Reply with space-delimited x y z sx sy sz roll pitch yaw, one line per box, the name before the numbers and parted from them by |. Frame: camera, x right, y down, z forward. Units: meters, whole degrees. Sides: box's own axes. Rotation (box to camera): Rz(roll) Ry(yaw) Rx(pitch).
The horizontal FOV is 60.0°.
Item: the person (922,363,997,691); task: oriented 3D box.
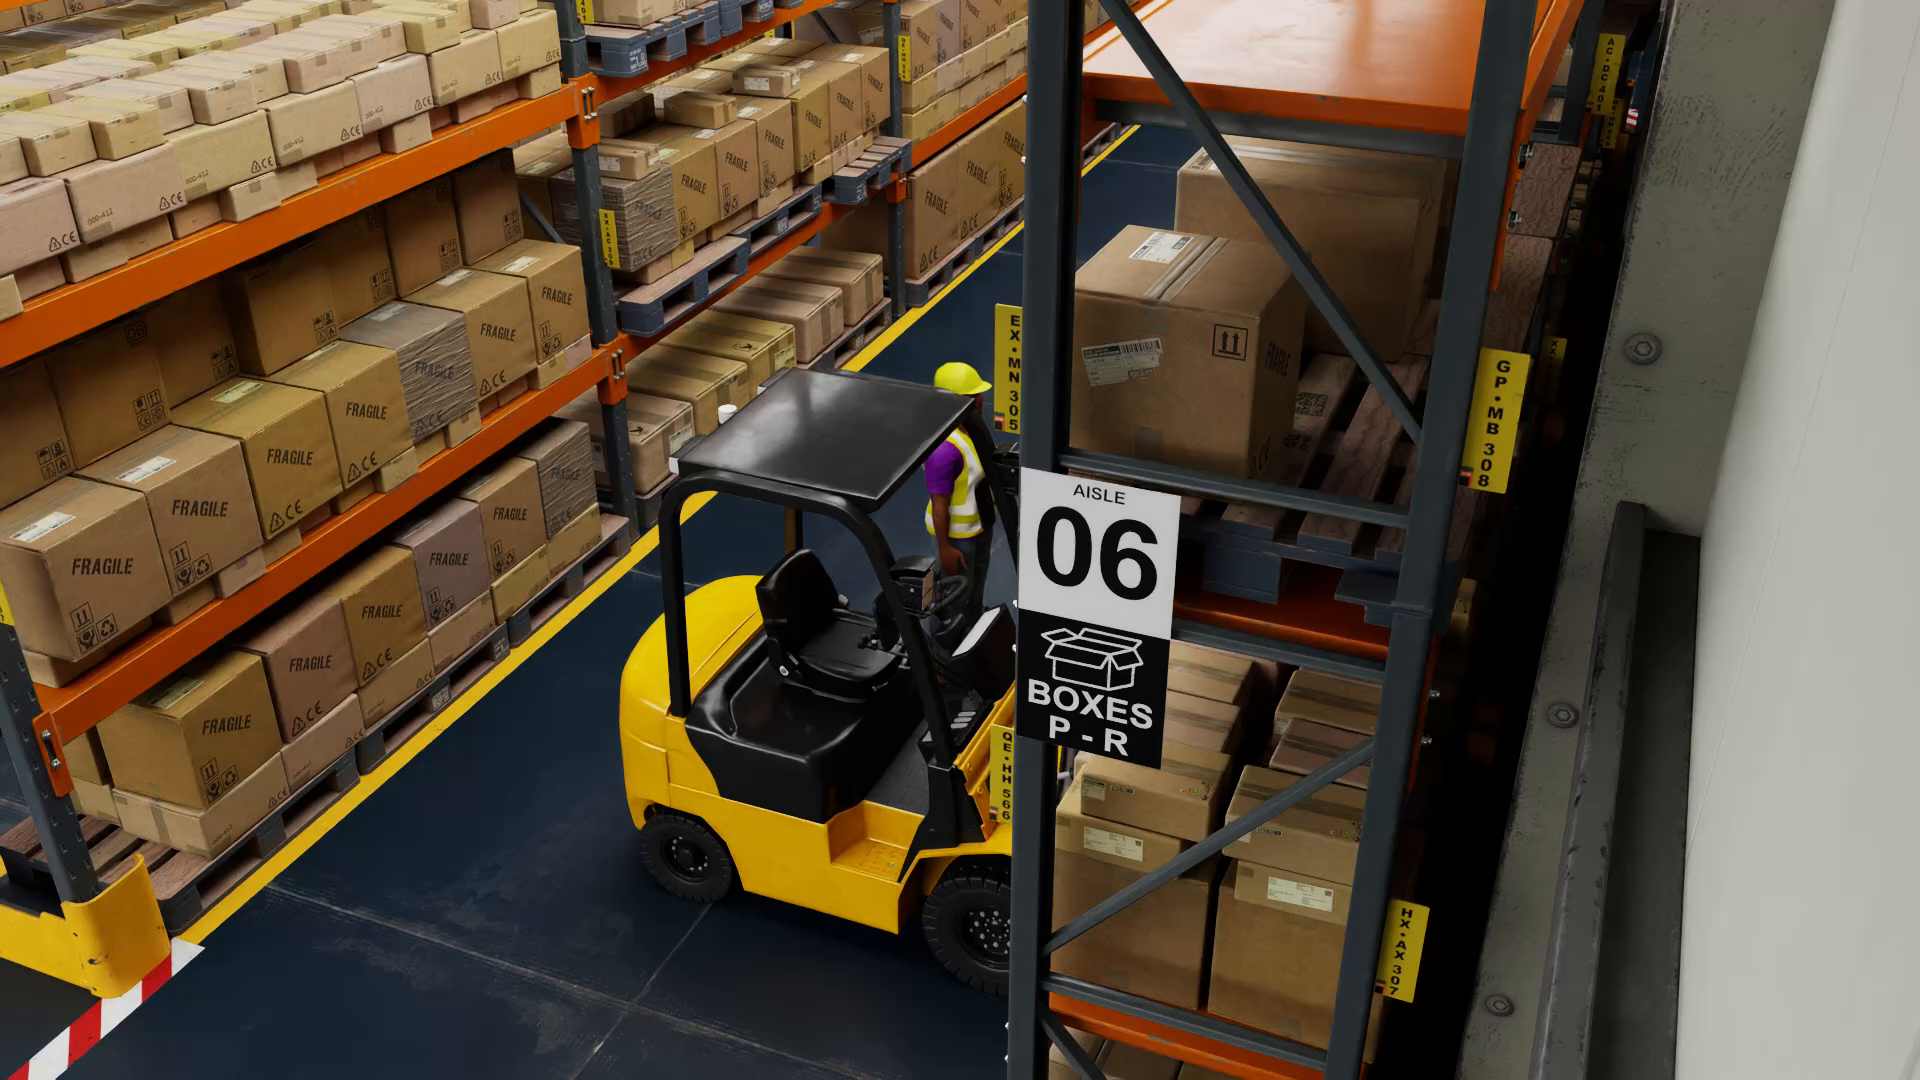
person | 0.021 -0.078 8.502 0.379 1.766 0.576 11 31 19
